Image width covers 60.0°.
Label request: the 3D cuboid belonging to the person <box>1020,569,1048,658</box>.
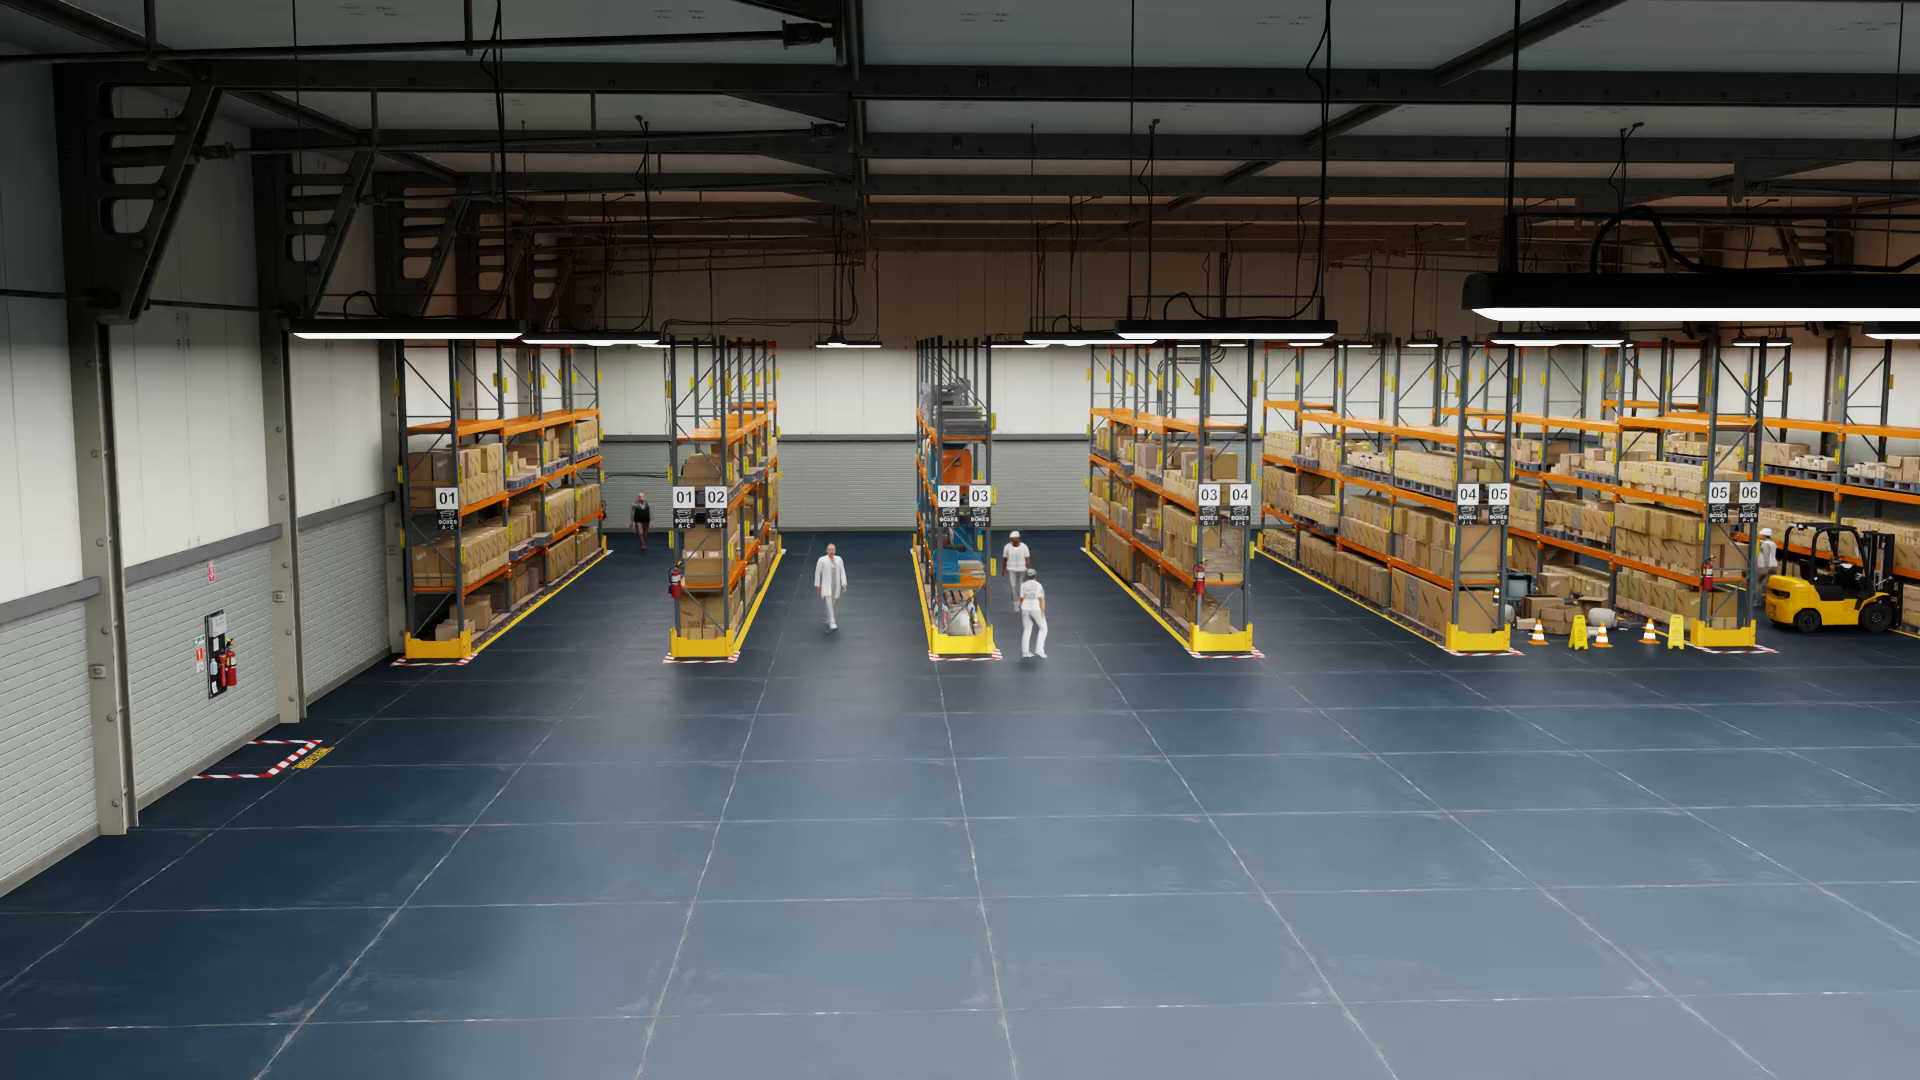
[{"bbox_3d":[1.345,1.390,31.137,0.572,1.696,0.526,5,8,36],"label":"person"}]

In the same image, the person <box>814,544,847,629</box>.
[{"bbox_3d":[-2.628,0.950,34.261,0.600,1.729,1.104,-4,8,-33],"label":"person"}]

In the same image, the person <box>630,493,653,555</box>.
[{"bbox_3d":[-8.998,-0.481,47.152,0.610,1.693,0.938,-4,7,-29],"label":"person"}]

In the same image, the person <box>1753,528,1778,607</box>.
[{"bbox_3d":[18.085,0.647,37.189,0.518,1.813,0.624,-2,7,-15],"label":"person"}]

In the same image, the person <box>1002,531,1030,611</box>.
[{"bbox_3d":[1.255,0.664,36.752,0.611,1.728,0.881,-1,7,-4],"label":"person"}]
